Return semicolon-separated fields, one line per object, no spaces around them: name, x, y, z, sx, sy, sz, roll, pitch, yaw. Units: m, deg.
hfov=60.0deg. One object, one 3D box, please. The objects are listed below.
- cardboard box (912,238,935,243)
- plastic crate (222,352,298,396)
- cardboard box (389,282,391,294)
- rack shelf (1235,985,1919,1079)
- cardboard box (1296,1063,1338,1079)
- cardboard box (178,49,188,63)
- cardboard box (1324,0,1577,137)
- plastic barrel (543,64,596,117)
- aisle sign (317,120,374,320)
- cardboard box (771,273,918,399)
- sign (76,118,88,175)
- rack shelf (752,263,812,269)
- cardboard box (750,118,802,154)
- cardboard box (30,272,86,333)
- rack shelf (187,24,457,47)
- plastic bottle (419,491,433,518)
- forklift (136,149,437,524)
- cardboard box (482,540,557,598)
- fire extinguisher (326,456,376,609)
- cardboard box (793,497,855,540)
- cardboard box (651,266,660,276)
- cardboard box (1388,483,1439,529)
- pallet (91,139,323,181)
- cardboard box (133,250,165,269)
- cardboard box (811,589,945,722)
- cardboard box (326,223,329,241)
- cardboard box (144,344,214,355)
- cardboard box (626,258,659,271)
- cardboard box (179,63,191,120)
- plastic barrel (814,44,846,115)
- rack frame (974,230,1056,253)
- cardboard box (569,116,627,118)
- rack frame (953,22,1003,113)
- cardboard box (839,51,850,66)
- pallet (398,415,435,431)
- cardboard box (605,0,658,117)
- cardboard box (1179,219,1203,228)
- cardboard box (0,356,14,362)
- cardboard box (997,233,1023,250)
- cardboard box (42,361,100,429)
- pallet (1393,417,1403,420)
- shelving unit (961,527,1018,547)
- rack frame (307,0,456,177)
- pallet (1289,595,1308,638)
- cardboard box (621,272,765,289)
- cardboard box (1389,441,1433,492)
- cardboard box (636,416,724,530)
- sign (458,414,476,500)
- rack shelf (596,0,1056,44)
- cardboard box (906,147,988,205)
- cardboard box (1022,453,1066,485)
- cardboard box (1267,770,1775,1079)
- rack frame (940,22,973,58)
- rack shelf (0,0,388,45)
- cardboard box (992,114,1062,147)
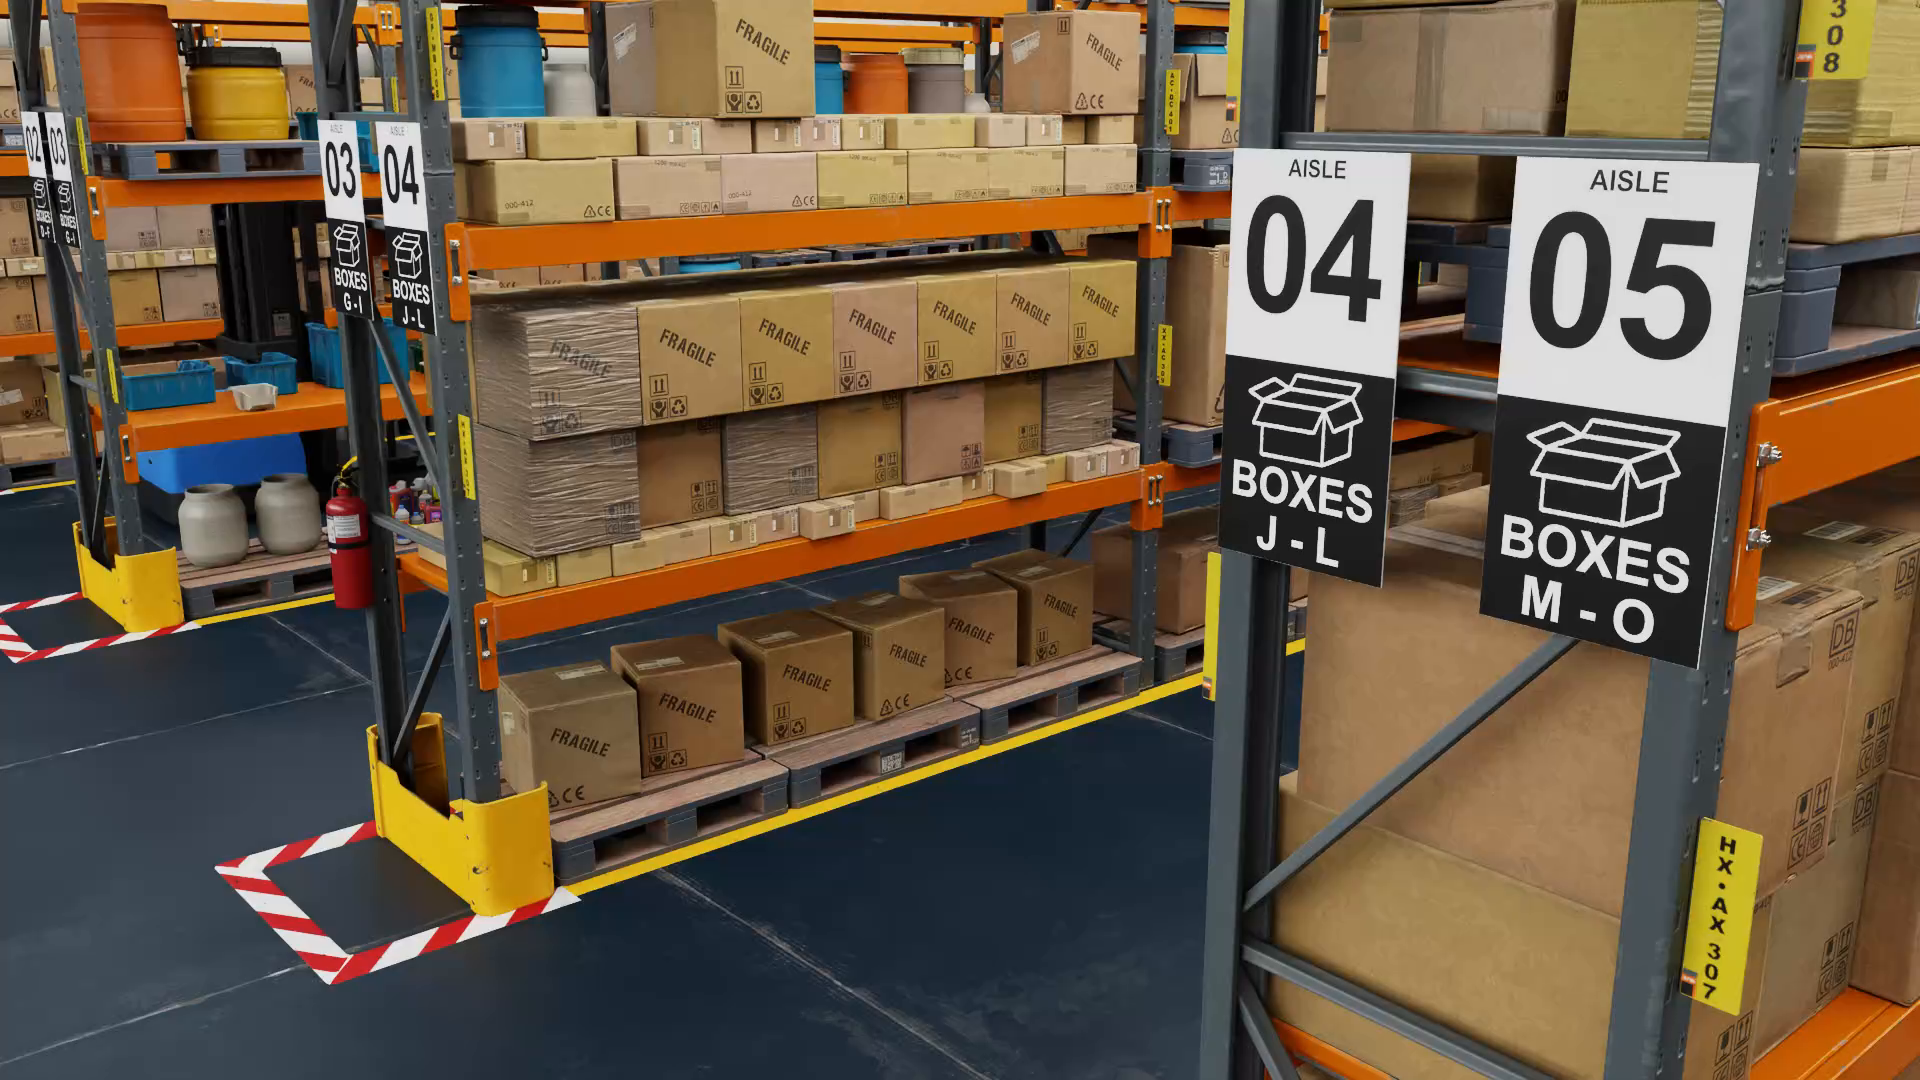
cardboard box;-0.704;-4.057;21.118;0.500;0.500;0.700;-9;17;-31
plastic crate;-4.852;-1.154;11.545;0.408;0.251;0.499;-13;19;-39
cardboard box;-7.360;-3.320;21.905;0.500;0.250;0.500;-13;20;-40
rack shelf;2.413;0.982;4.655;4.000;0.370;1.077;-13;19;-39
cardboard box;1.372;1.669;3.992;0.875;0.875;0.875;-13;19;-39
cardboard box;-9.213;-5.432;19.293;0.500;0.500;0.500;14;20;42
cardboard box;1.090;-0.936;3.334;0.500;0.250;0.500;-12;19;-39
plastic barrel;-2.963;-3.323;12.534;0.421;0.512;0.421;0;15;0
aisle sign;-2.519;-1.313;6.816;0.004;0.787;0.394;-13;19;-39
cardboard box;-0.551;-0.979;7.894;0.500;0.500;0.500;-13;19;-39
sign;-5.169;-2.319;9.790;0.005;0.325;0.100;-13;19;-39
rack shelf;-1.232;-3.285;20.630;4.000;0.370;1.077;-13;19;-39
cardboard box;-0.913;-1.794;7.360;0.250;0.149;0.380;-14;20;-42
cardboard box;-8.022;-2.153;14.805;0.500;0.500;0.700;-12;19;-38
rack shelf;-7.504;-6.276;20.978;4.000;0.370;1.077;-13;19;-39
plastic bottle;-4.021;-0.270;12.520;0.097;0.201;0.097;0;15;0
forklift;-5.274;-1.813;13.859;3.031;2.935;1.130;-12;19;-38
cardboard box;-1.904;0.110;7.012;0.250;0.149;0.380;-13;19;-39
fire extinguisher;-2.665;-0.042;7.246;0.183;0.674;0.296;-13;19;-39
cardboard box;-0.709;-0.125;7.893;0.250;0.149;0.380;-13;19;-39
cardboard box;-3.238;-2.966;18.529;0.250;0.149;0.380;-13;19;-39
cardboard box;2.857;-0.156;11.511;0.700;0.500;0.500;14;20;42
pallet;-4.839;-2.453;10.673;1.213;0.211;1.003;-13;19;-39
cardboard box;-7.368;-2.543;15.008;0.250;0.149;0.380;-13;20;-40
cardboard box;-0.430;0.597;8.733;0.500;0.500;0.500;14;20;42
cardboard box;-6.089;-3.215;16.265;0.500;0.500;0.700;-13;19;-39
cardboard box;-7.444;-1.581;15.917;0.500;0.500;0.500;-13;19;-39
cardboard box;-3.543;-3.137;18.854;0.500;0.311;0.500;-13;20;-40
cardboard box;-7.083;-4.131;15.307;0.637;0.503;0.797;-10;18;-33
plastic barrel;-1.281;-3.693;13.978;0.708;0.901;0.600;-13;19;-39
rack frame;0.508;-2.329;15.656;0.127;3.000;1.000;-13;19;-39
cardboard box;-1.690;-1.823;7.466;0.250;0.149;0.380;-13;19;-39
rack frame;0.277;-6.870;21.031;0.127;3.000;1.000;-13;19;-39
cardboard box;-1.638;-5.520;19.658;0.500;0.500;0.500;-13;19;-39
pallet;-5.228;-1.401;17.587;1.213;0.211;1.003;-13;19;-39
cardboard box;-1.272;-2.204;7.637;0.500;0.500;0.500;-13;19;-39
cardboard box;3.135;-4.568;23.847;0.500;0.500;0.500;-12;19;-38
cardboard box;-11.019;-2.012;18.828;0.500;0.311;0.500;-11;18;-35
cardboard box;0.840;-4.053;21.917;0.500;0.500;0.500;-12;19;-38
cardboard box;-7.849;-1.308;14.895;0.500;0.500;0.500;-13;19;-39
pallet;2.293;-0.929;10.786;1.213;0.211;1.003;-13;19;-39
shelving unit;0.125;-1.042;12.584;0.503;2.100;0.431;-13;19;-39
rack frame;-2.276;-2.908;6.198;0.127;3.000;1.000;-13;19;-39
pallet;2.249;0.320;11.142;1.213;0.211;1.003;-13;19;-39
cardboard box;-1.271;-0.996;7.958;0.500;0.500;0.500;-13;19;-39
cardboard box;2.880;-0.521;11.425;0.500;0.250;0.500;-10;18;-33
cardboard box;-1.544;-0.397;7.655;0.500;0.500;0.875;-13;19;-39
sign;-1.919;-0.322;6.465;0.005;0.325;0.100;-13;19;-39
rack shelf;-1.001;-4.348;13.758;4.000;0.370;1.077;-13;19;-39
cardboard box;-0.212;-1.762;8.012;0.500;0.250;0.500;-13;20;-40
cardboard box;0.350;-0.401;8.925;0.250;0.149;0.380;-13;19;-39
cardboard box;1.154;0.829;3.542;0.550;0.550;0.875;-13;19;-39
rack frame;0.040;-8.511;27.176;0.127;3.000;1.000;-13;19;-39
rack shelf;-7.267;-4.635;14.834;4.000;0.370;1.077;-13;19;-39
cardboard box;0.292;-2.058;8.348;0.250;0.149;0.380;-14;20;-42
